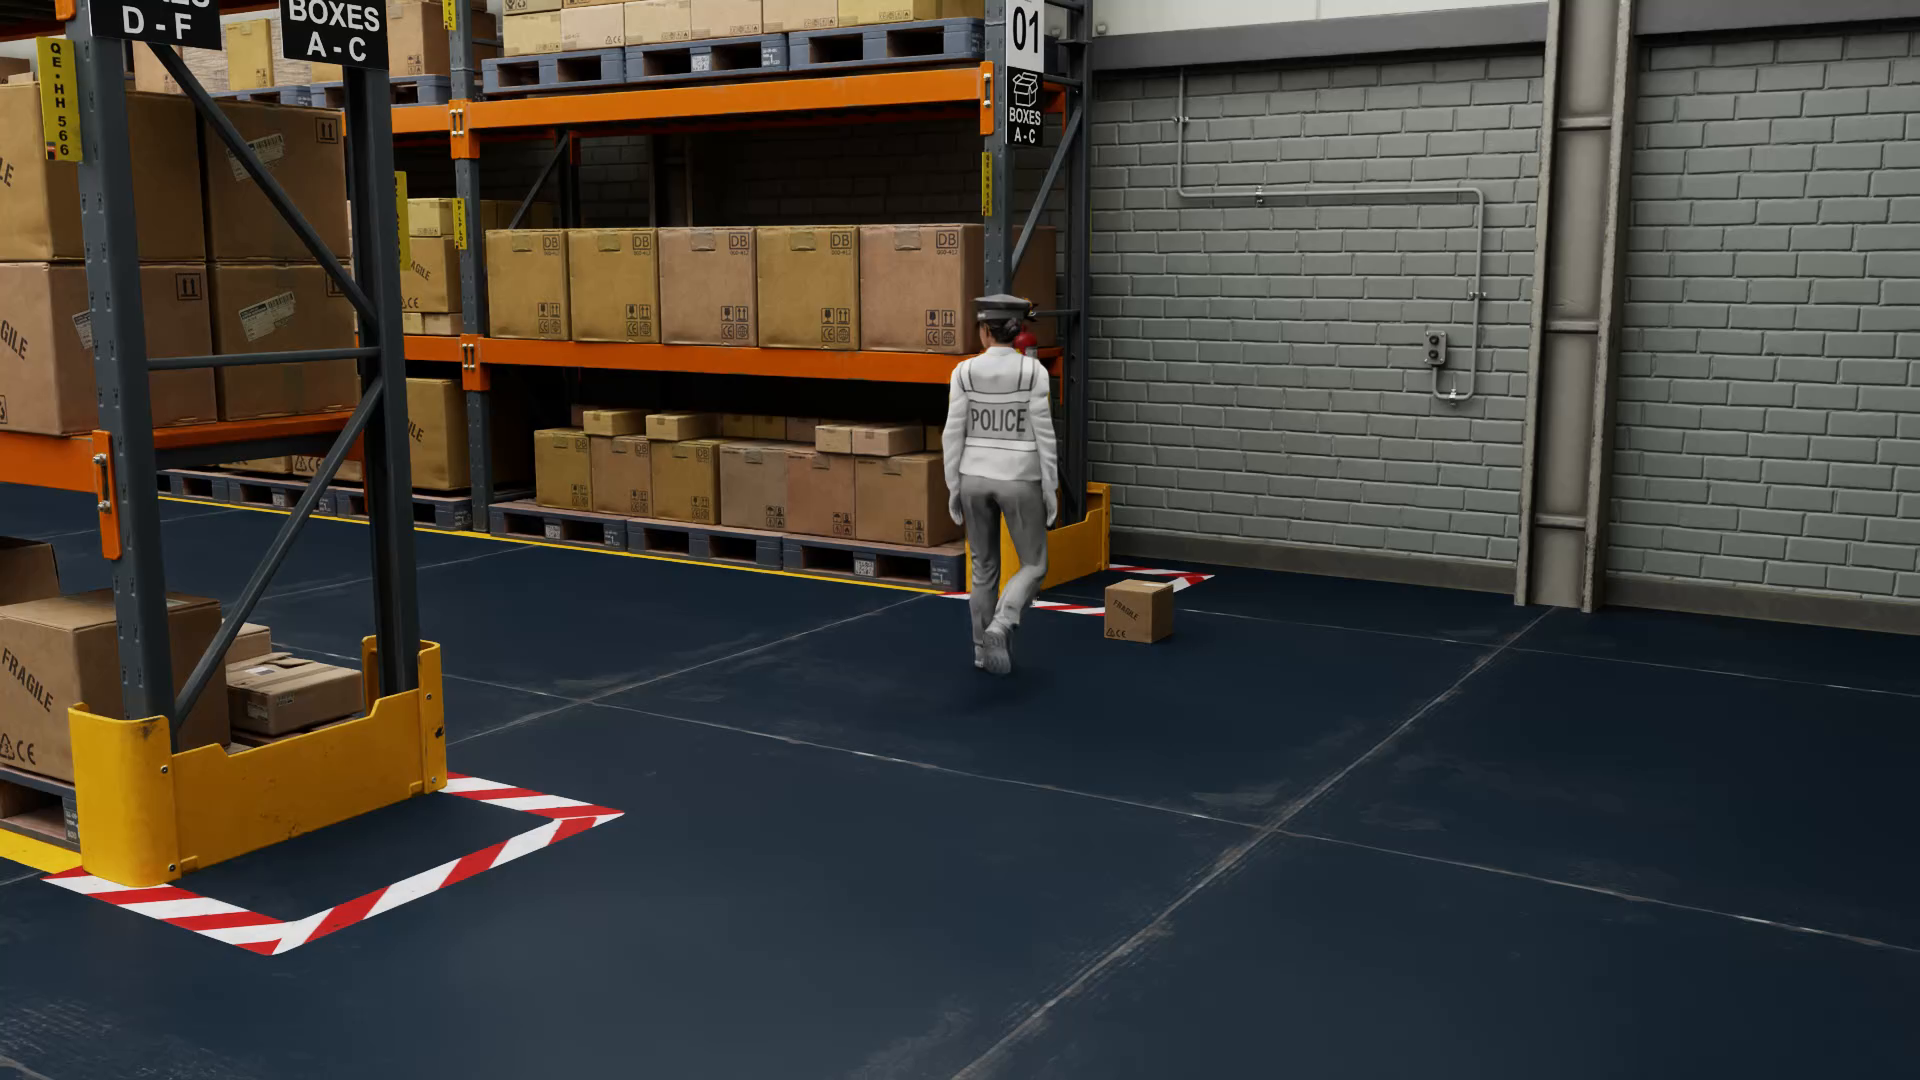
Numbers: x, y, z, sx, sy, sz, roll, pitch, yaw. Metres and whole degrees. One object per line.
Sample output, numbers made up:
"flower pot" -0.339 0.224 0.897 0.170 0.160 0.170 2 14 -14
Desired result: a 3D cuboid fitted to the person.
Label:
"person" 0.170 -0.219 7.134 0.499 1.652 0.730 3 10 17
